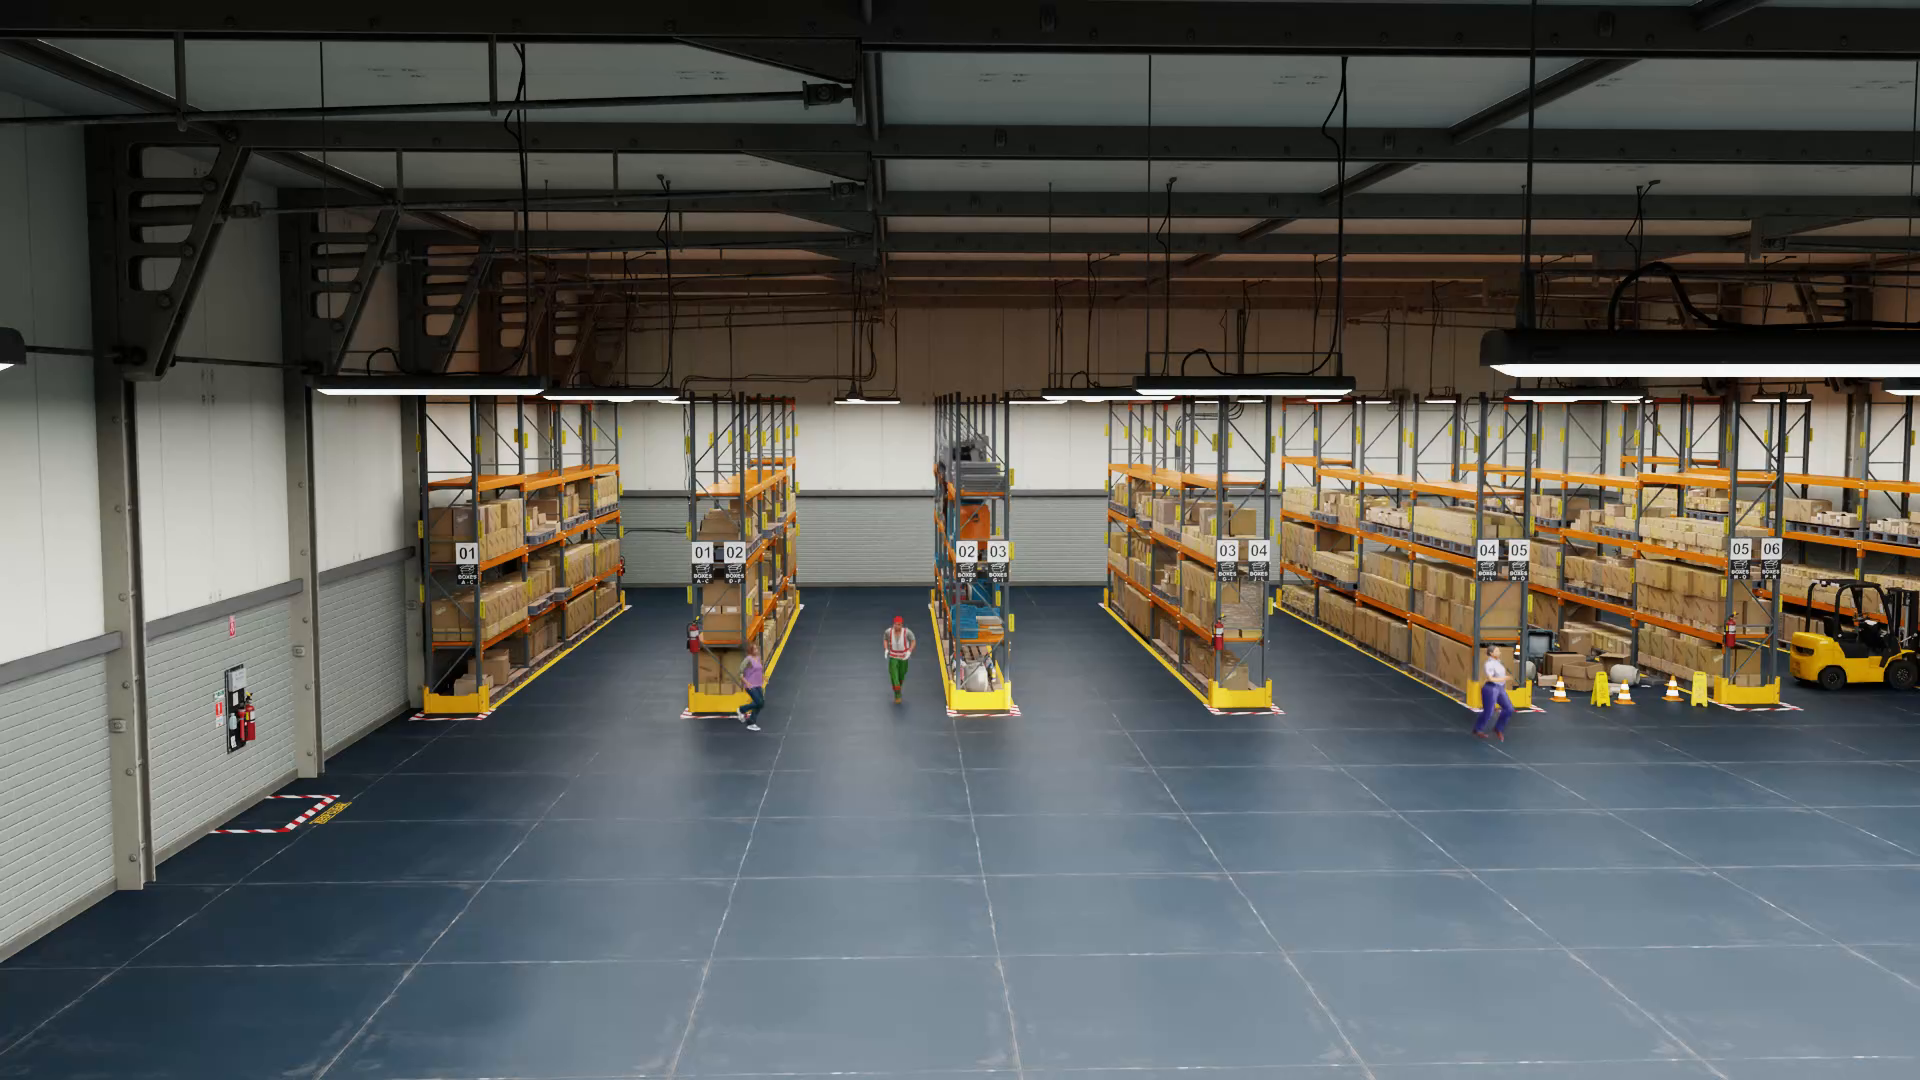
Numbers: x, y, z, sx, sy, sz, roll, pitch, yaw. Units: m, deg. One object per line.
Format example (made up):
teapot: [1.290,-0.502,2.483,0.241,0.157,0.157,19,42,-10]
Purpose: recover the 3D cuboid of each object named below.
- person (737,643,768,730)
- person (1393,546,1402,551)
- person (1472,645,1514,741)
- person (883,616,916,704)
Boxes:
person: [-3.666,2.596,29.434,0.545,1.555,0.538,2,5,27]
person: [12.843,0.978,48.930,0.584,1.648,0.574,0,5,-5]
person: [9.156,2.636,28.491,0.577,1.668,0.702,-4,6,-44]
person: [-1.171,2.289,32.374,0.639,1.716,0.984,0,5,2]
